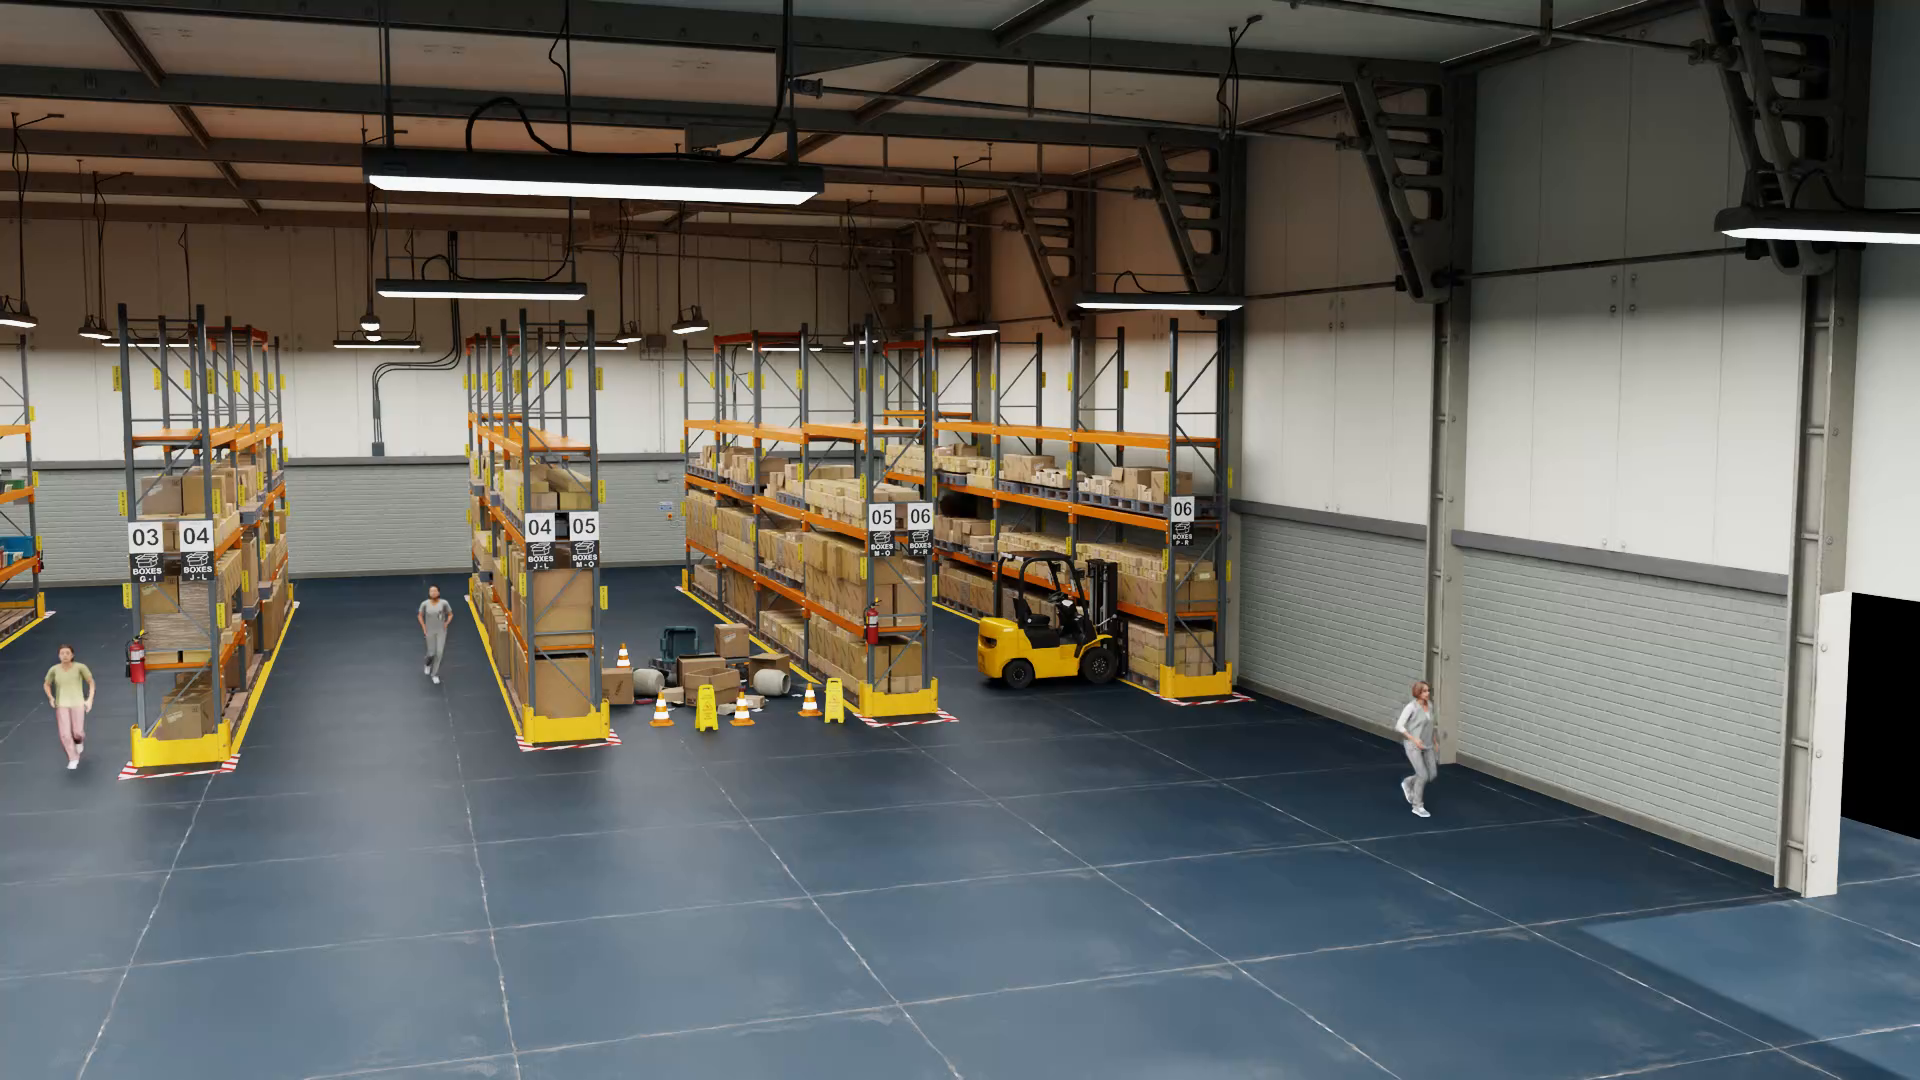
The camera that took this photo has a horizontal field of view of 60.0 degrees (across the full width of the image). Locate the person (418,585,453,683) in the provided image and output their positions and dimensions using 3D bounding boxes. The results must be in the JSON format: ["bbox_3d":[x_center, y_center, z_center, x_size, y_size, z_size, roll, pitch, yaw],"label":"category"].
[{"bbox_3d":[-8.773,1.564,27.865,0.560,1.626,0.605,-2,6,-20],"label":"person"}]

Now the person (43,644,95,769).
[{"bbox_3d":[-11.608,2.149,21.684,0.590,1.619,0.578,-2,6,-20],"label":"person"}]

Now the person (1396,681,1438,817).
[{"bbox_3d":[5.274,2.402,19.273,0.559,1.567,0.543,-3,6,-28],"label":"person"}]
